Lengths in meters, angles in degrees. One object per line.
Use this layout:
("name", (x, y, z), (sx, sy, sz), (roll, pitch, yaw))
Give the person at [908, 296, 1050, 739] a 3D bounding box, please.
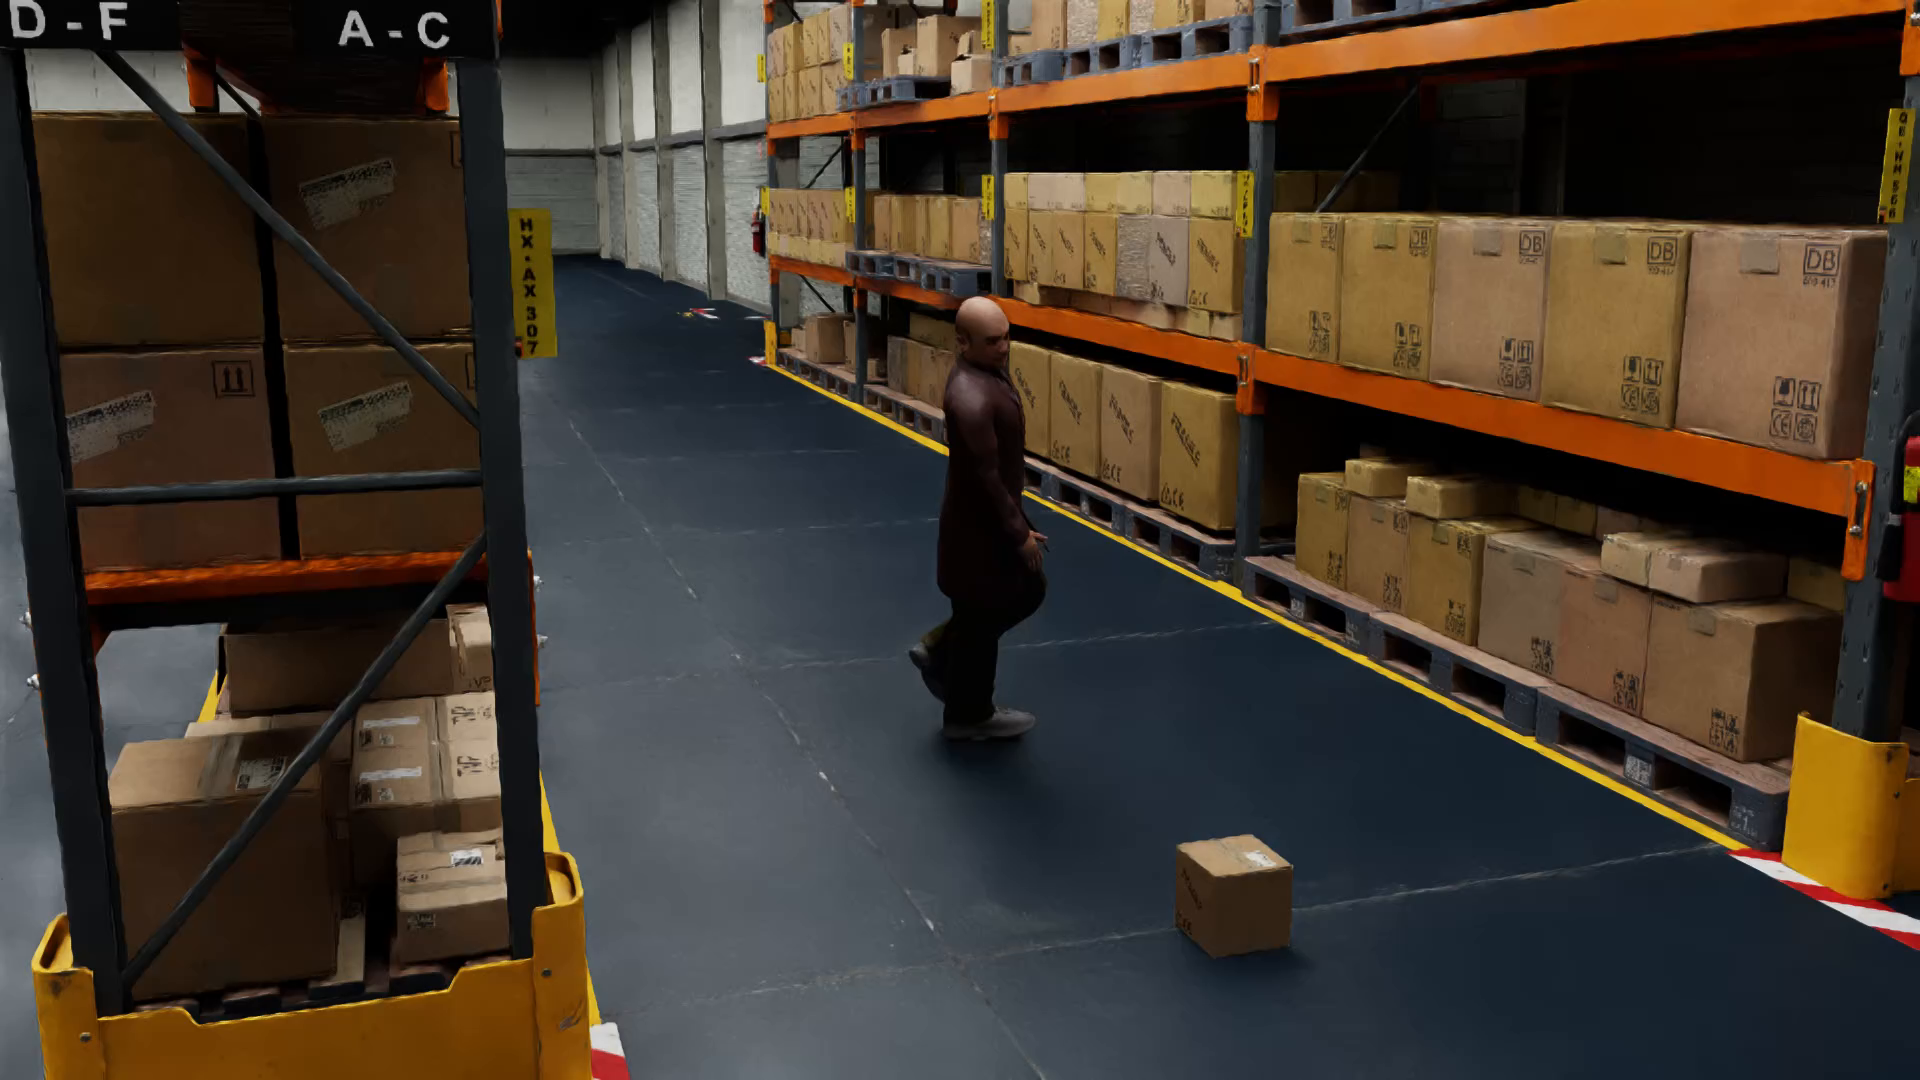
("person", (0.059, -0.047, 6.222), (0.556, 1.737, 0.717), (1, 12, 5))
